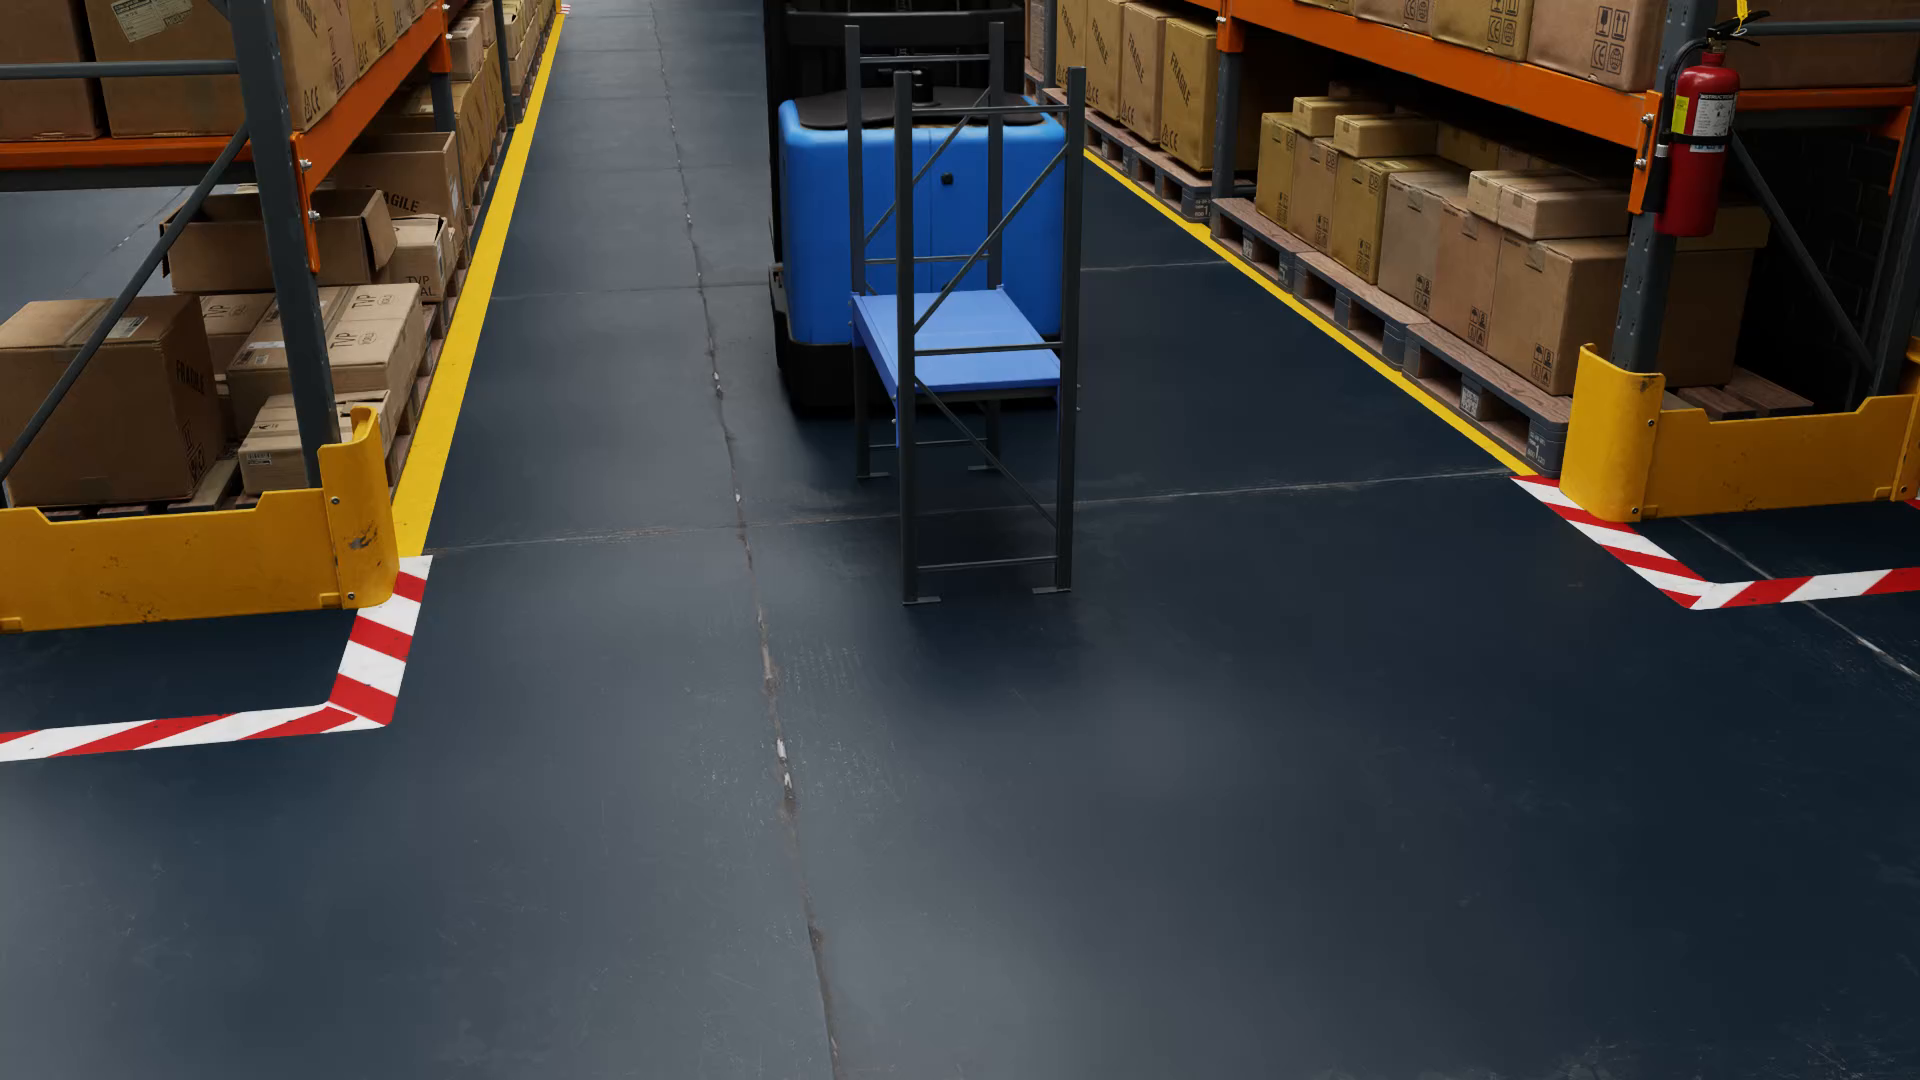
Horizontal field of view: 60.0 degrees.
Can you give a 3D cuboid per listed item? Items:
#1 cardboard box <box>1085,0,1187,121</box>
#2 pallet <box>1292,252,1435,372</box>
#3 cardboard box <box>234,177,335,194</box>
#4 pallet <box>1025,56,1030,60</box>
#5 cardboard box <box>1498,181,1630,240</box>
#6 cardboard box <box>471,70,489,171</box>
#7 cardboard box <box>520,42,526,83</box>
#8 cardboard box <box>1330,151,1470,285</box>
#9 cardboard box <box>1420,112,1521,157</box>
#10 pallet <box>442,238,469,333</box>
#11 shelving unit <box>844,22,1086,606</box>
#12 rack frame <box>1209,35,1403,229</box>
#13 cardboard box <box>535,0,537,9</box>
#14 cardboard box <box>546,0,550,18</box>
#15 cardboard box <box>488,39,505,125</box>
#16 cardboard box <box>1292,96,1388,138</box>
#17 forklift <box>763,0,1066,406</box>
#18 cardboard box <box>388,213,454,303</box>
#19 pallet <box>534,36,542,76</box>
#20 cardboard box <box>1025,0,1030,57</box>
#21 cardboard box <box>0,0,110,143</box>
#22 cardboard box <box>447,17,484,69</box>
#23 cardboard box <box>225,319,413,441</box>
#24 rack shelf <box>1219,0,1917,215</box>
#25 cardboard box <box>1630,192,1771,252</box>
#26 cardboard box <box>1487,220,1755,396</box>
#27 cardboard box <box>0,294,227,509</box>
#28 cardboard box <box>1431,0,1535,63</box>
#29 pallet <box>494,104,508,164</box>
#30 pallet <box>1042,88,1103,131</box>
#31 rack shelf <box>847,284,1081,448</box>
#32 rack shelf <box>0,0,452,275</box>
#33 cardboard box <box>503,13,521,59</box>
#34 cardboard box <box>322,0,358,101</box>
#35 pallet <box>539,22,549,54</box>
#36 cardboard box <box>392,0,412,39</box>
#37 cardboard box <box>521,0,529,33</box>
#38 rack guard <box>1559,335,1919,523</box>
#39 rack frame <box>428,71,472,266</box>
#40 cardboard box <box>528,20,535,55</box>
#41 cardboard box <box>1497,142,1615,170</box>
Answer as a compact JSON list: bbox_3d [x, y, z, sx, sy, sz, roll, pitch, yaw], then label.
[{"bbox_3d":[1.304,-3.256,11.118,0.750,0.750,0.750,-4,24,-10],"label":"cardboard box"},{"bbox_3d":[2.174,-1.055,7.403,1.003,0.211,1.213,-4,24,-10],"label":"pallet"},{"bbox_3d":[-3.122,-1.539,7.836,0.500,0.311,0.500,-4,24,-10],"label":"cardboard box"},{"bbox_3d":[0.776,-4.201,14.605,1.003,0.211,1.213,-4,24,-10],"label":"pallet"},{"bbox_3d":[2.190,-1.195,6.026,0.380,0.149,0.250,-5,24,-10],"label":"cardboard box"},{"bbox_3d":[-3.031,-2.421,9.620,0.500,0.500,0.500,-4,24,-9],"label":"cardboard box"},{"bbox_3d":[-3.628,-3.682,12.844,0.500,0.250,0.500,-5,24,-11],"label":"cardboard box"},{"bbox_3d":[2.101,-1.464,7.453,0.700,0.500,0.500,-4,24,-9],"label":"cardboard box"},{"bbox_3d":[2.281,-1.823,7.464,0.380,0.149,0.250,-4,24,-9],"label":"cardboard box"},{"bbox_3d":[-2.861,-1.203,7.740,1.003,0.211,1.213,-4,24,-10],"label":"pallet"},{"bbox_3d":[-0.016,-0.721,5.027,0.538,1.500,1.048,-4,24,-10],"label":"shelving unit"},{"bbox_3d":[1.881,-3.119,8.644,1.000,3.000,0.127,-4,24,-10],"label":"rack frame"},{"bbox_3d":[-4.109,-4.949,15.044,0.500,0.311,0.500,-4,24,-10],"label":"cardboard box"},{"bbox_3d":[-4.429,-5.429,16.843,0.500,0.250,0.500,-4,24,-10],"label":"cardboard box"},{"bbox_3d":[-3.323,-3.030,11.013,0.500,0.500,0.500,-3,24,-8],"label":"cardboard box"},{"bbox_3d":[1.802,-2.013,7.900,0.380,0.149,0.250,-4,24,-8],"label":"cardboard box"},{"bbox_3d":[-0.305,-2.399,7.081,1.130,2.935,3.031,-3,24,-7],"label":"forklift"},{"bbox_3d":[-2.464,-1.222,7.110,0.500,0.311,0.500,-4,24,-10],"label":"cardboard box"},{"bbox_3d":[-4.291,-4.333,14.907,1.003,0.211,1.213,-4,24,-10],"label":"pallet"},{"bbox_3d":[0.856,-4.432,14.224,0.700,0.500,0.500,-4,24,-10],"label":"cardboard box"},{"bbox_3d":[-2.597,-1.379,4.536,0.500,0.500,0.500,-4,24,-8],"label":"cardboard box"},{"bbox_3d":[-3.115,-2.950,9.892,0.500,0.250,0.500,-5,24,-11],"label":"cardboard box"},{"bbox_3d":[-2.161,-0.551,5.649,0.500,0.250,0.500,-4,24,-10],"label":"cardboard box"},{"bbox_3d":[2.251,-2.003,6.986,1.077,0.370,4.000,-4,24,-10],"label":"rack shelf"},{"bbox_3d":[2.612,-1.123,5.862,0.380,0.149,0.250,-4,24,-9],"label":"cardboard box"},{"bbox_3d":[2.393,-0.861,6.071,0.700,0.500,0.500,-4,24,-10],"label":"cardboard box"},{"bbox_3d":[-2.590,-0.429,5.059,0.500,0.500,0.500,-4,24,-10],"label":"cardboard box"},{"bbox_3d":[2.371,-2.168,6.092,0.980,0.700,0.700,-4,24,-10],"label":"cardboard box"},{"bbox_3d":[-3.626,-2.750,11.283,1.003,0.211,1.213,-4,24,-10],"label":"pallet"},{"bbox_3d":[1.213,-3.099,12.081,1.003,0.211,1.213,-4,24,-10],"label":"pallet"},{"bbox_3d":[-0.016,-0.556,5.099,0.538,0.185,1.000,-4,24,-10],"label":"rack shelf"},{"bbox_3d":[-2.617,-1.635,6.144,1.077,0.370,4.000,-4,24,-10],"label":"rack shelf"},{"bbox_3d":[-3.535,-3.741,12.279,0.500,0.311,0.500,-4,24,-8],"label":"cardboard box"},{"bbox_3d":[-2.171,-1.620,5.087,0.500,0.500,0.500,-5,24,-10],"label":"cardboard box"},{"bbox_3d":[-4.572,-4.936,16.287,1.003,0.211,1.213,-4,24,-10],"label":"pallet"},{"bbox_3d":[-2.448,-2.215,6.448,0.500,0.500,0.500,-4,24,-9],"label":"cardboard box"},{"bbox_3d":[-3.828,-4.350,13.673,0.500,0.311,0.500,-5,24,-10],"label":"cardboard box"},{"bbox_3d":[2.625,-0.391,5.520,1.175,0.500,0.348,-4,24,-10],"label":"rack guard"},{"bbox_3d":[-2.987,-2.751,7.801,1.000,3.000,0.127,-4,24,-10],"label":"rack frame"},{"bbox_3d":[-3.918,-4.288,14.231,0.500,0.250,0.500,-4,24,-9],"label":"cardboard box"},{"bbox_3d":[2.424,-1.521,6.773,0.380,0.149,0.250,-4,24,-9],"label":"cardboard box"}]
